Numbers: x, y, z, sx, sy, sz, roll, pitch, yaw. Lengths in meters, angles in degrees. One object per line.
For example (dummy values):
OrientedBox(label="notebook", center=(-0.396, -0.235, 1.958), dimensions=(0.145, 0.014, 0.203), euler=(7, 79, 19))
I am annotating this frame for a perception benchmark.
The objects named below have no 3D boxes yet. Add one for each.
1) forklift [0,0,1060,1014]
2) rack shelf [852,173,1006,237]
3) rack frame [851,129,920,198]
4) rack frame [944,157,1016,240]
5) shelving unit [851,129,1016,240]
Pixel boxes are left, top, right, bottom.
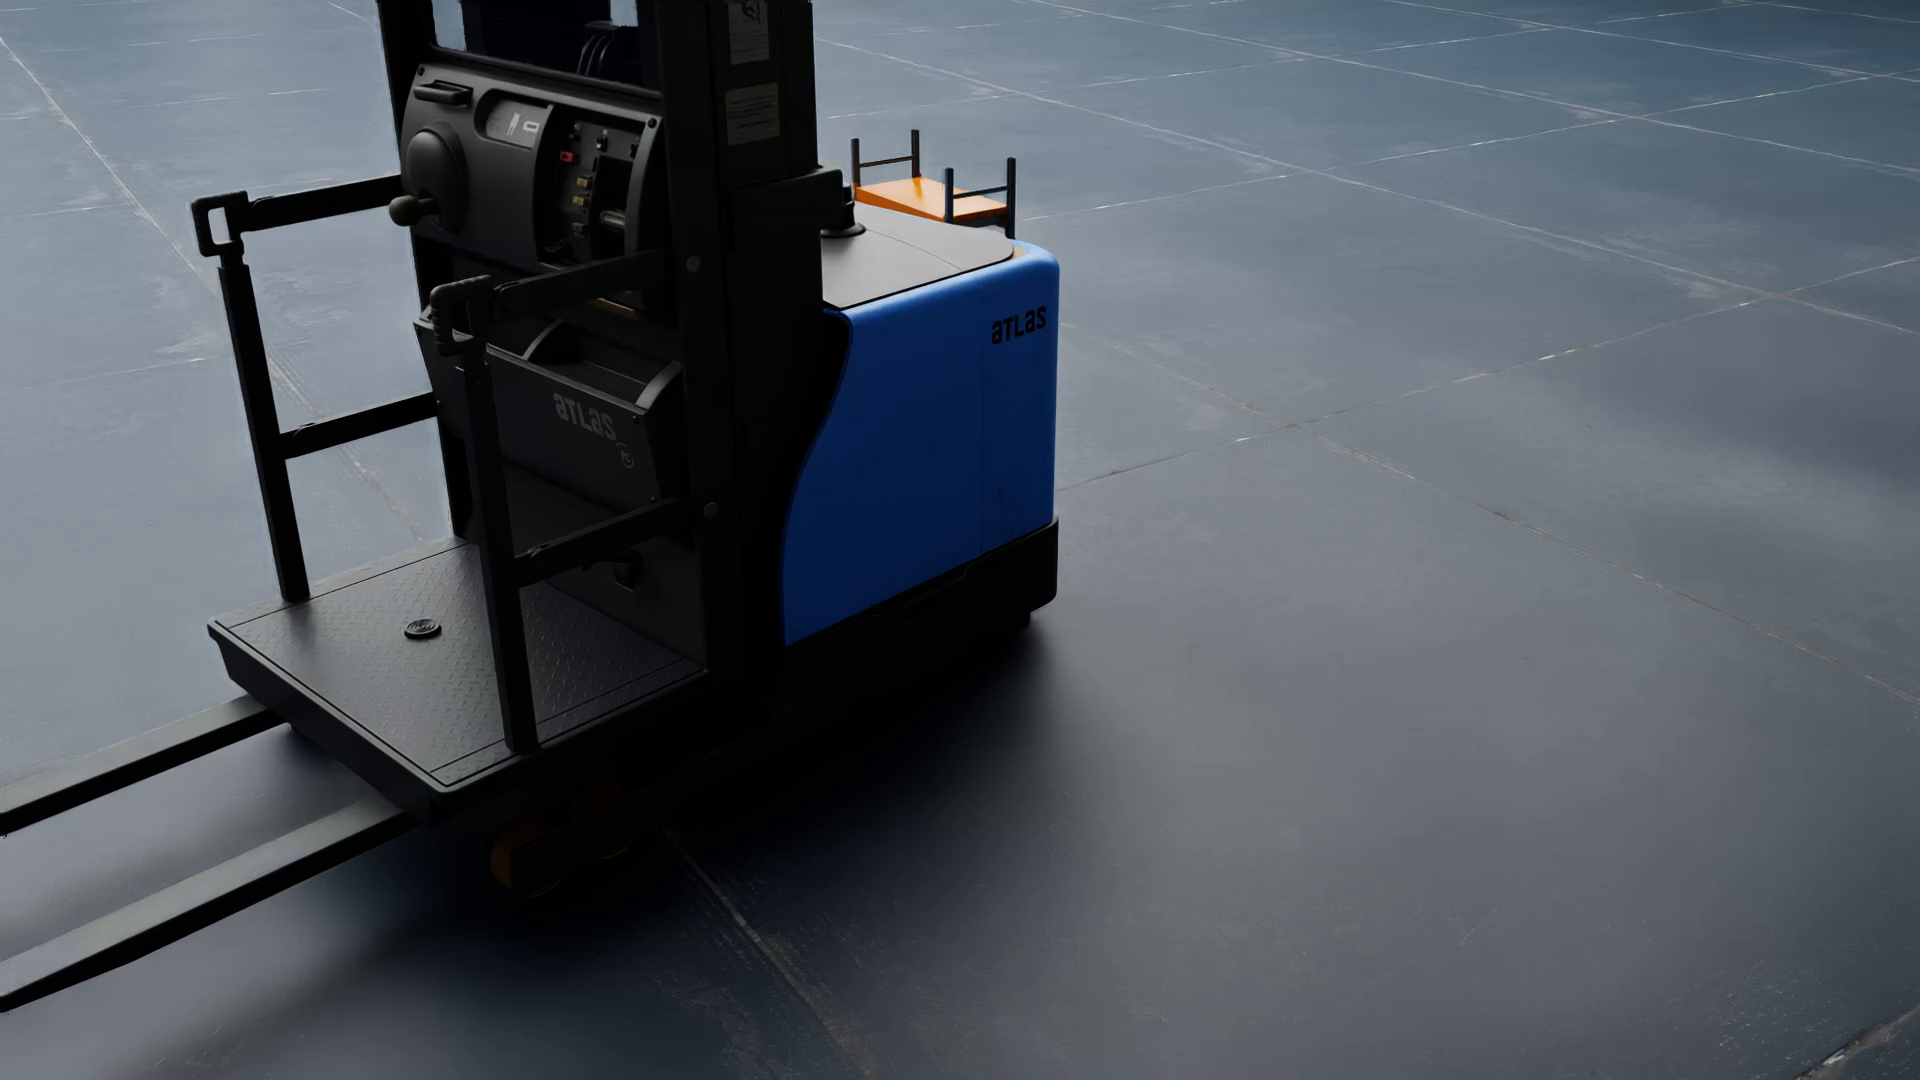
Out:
OrientedBox(label="forklift", center=(-1.099, -0.797, 3.505), dimensions=(1.130, 2.935, 3.031), euler=(22, 33, 38))
OrientedBox(label="rack shelf", center=(-0.084, -0.962, 4.961), dimensions=(0.258, 0.148, 0.480), euler=(-17, 30, -32))
OrientedBox(label="rack frame", center=(-0.227, -0.691, 5.308), dimensions=(0.240, 1.200, 0.015), euler=(-17, 30, -32))
OrientedBox(label="rack frame", center=(0.058, -0.522, 4.950), dimensions=(0.240, 1.200, 0.015), euler=(-17, 30, -32))
OrientedBox(label="shelving unit", center=(-0.084, -0.606, 5.129), dimensions=(0.258, 1.200, 0.503), euler=(-17, 30, -32))
